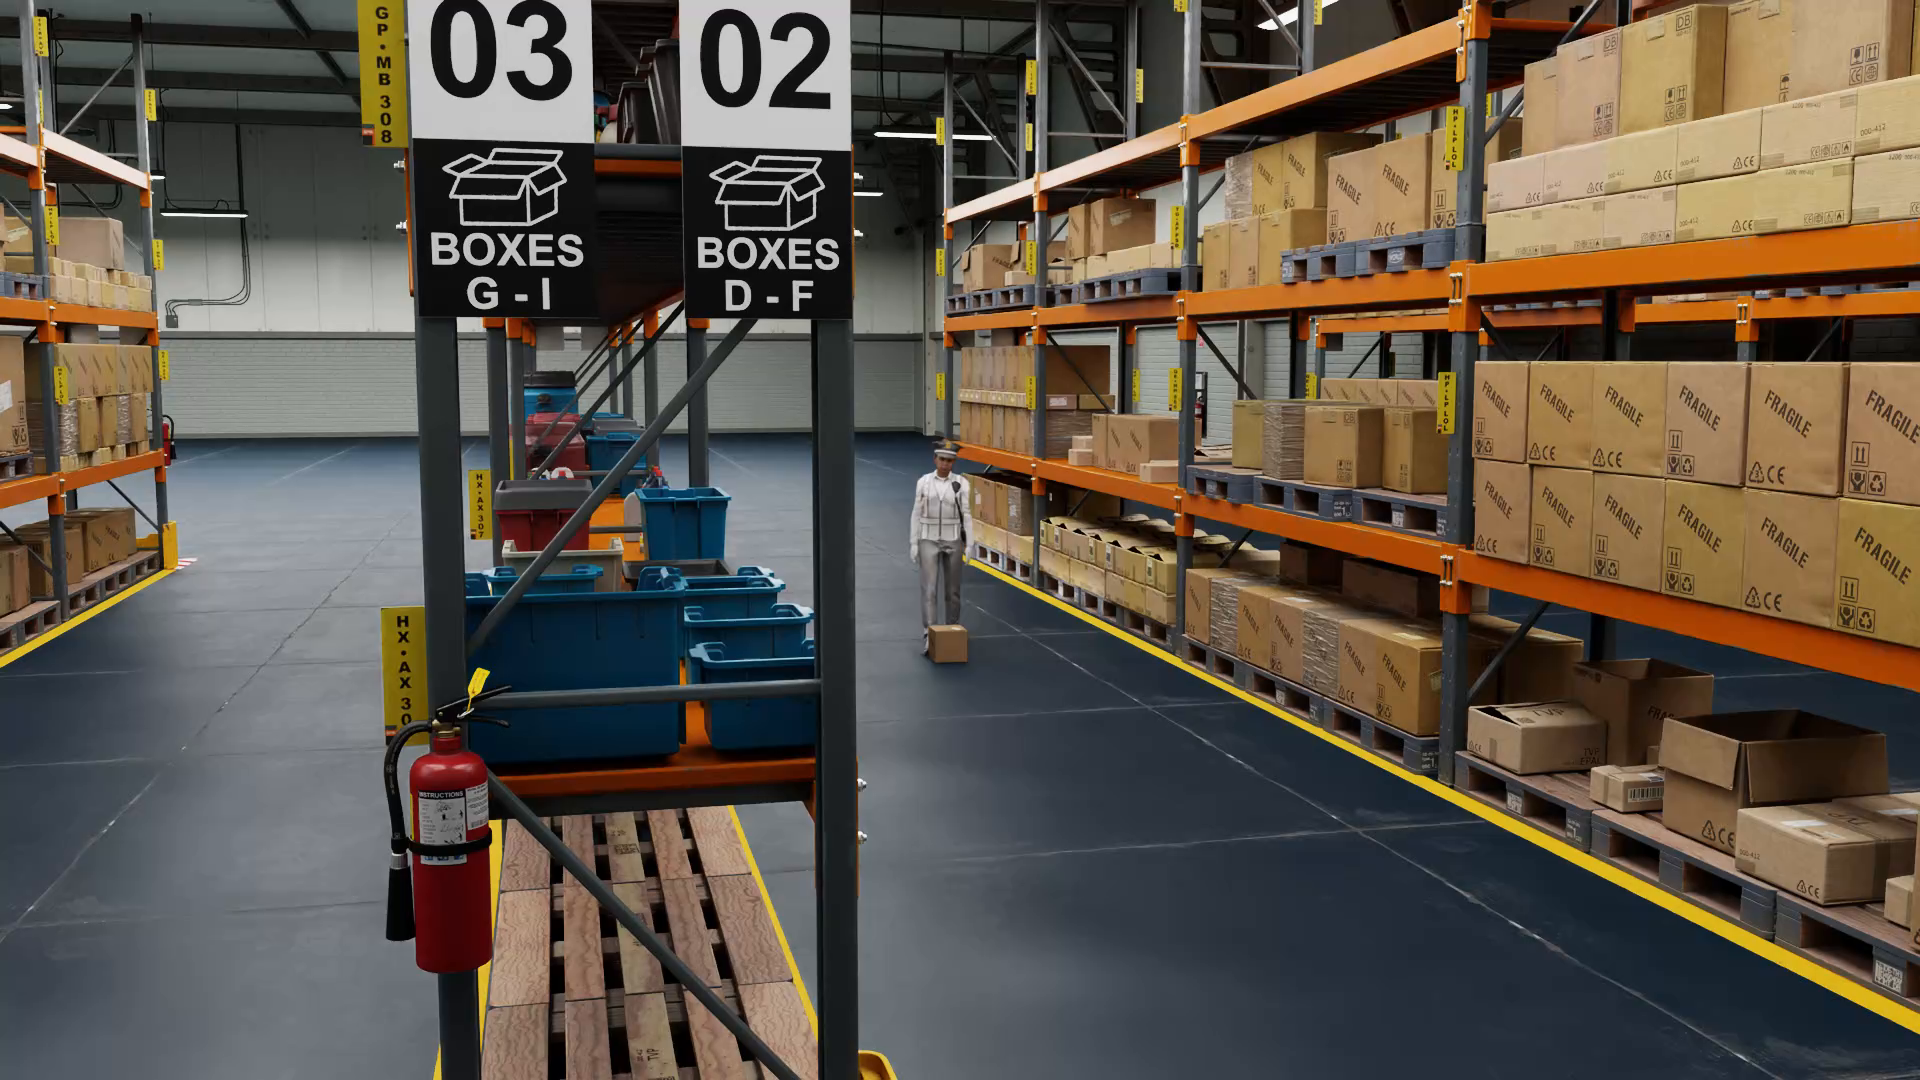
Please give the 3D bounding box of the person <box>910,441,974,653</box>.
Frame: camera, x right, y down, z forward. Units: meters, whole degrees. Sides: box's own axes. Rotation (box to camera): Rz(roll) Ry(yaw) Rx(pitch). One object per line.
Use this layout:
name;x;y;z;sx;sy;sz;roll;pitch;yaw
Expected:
person;-0.146;0.042;13.218;0.518;1.663;0.683;0;6;1
